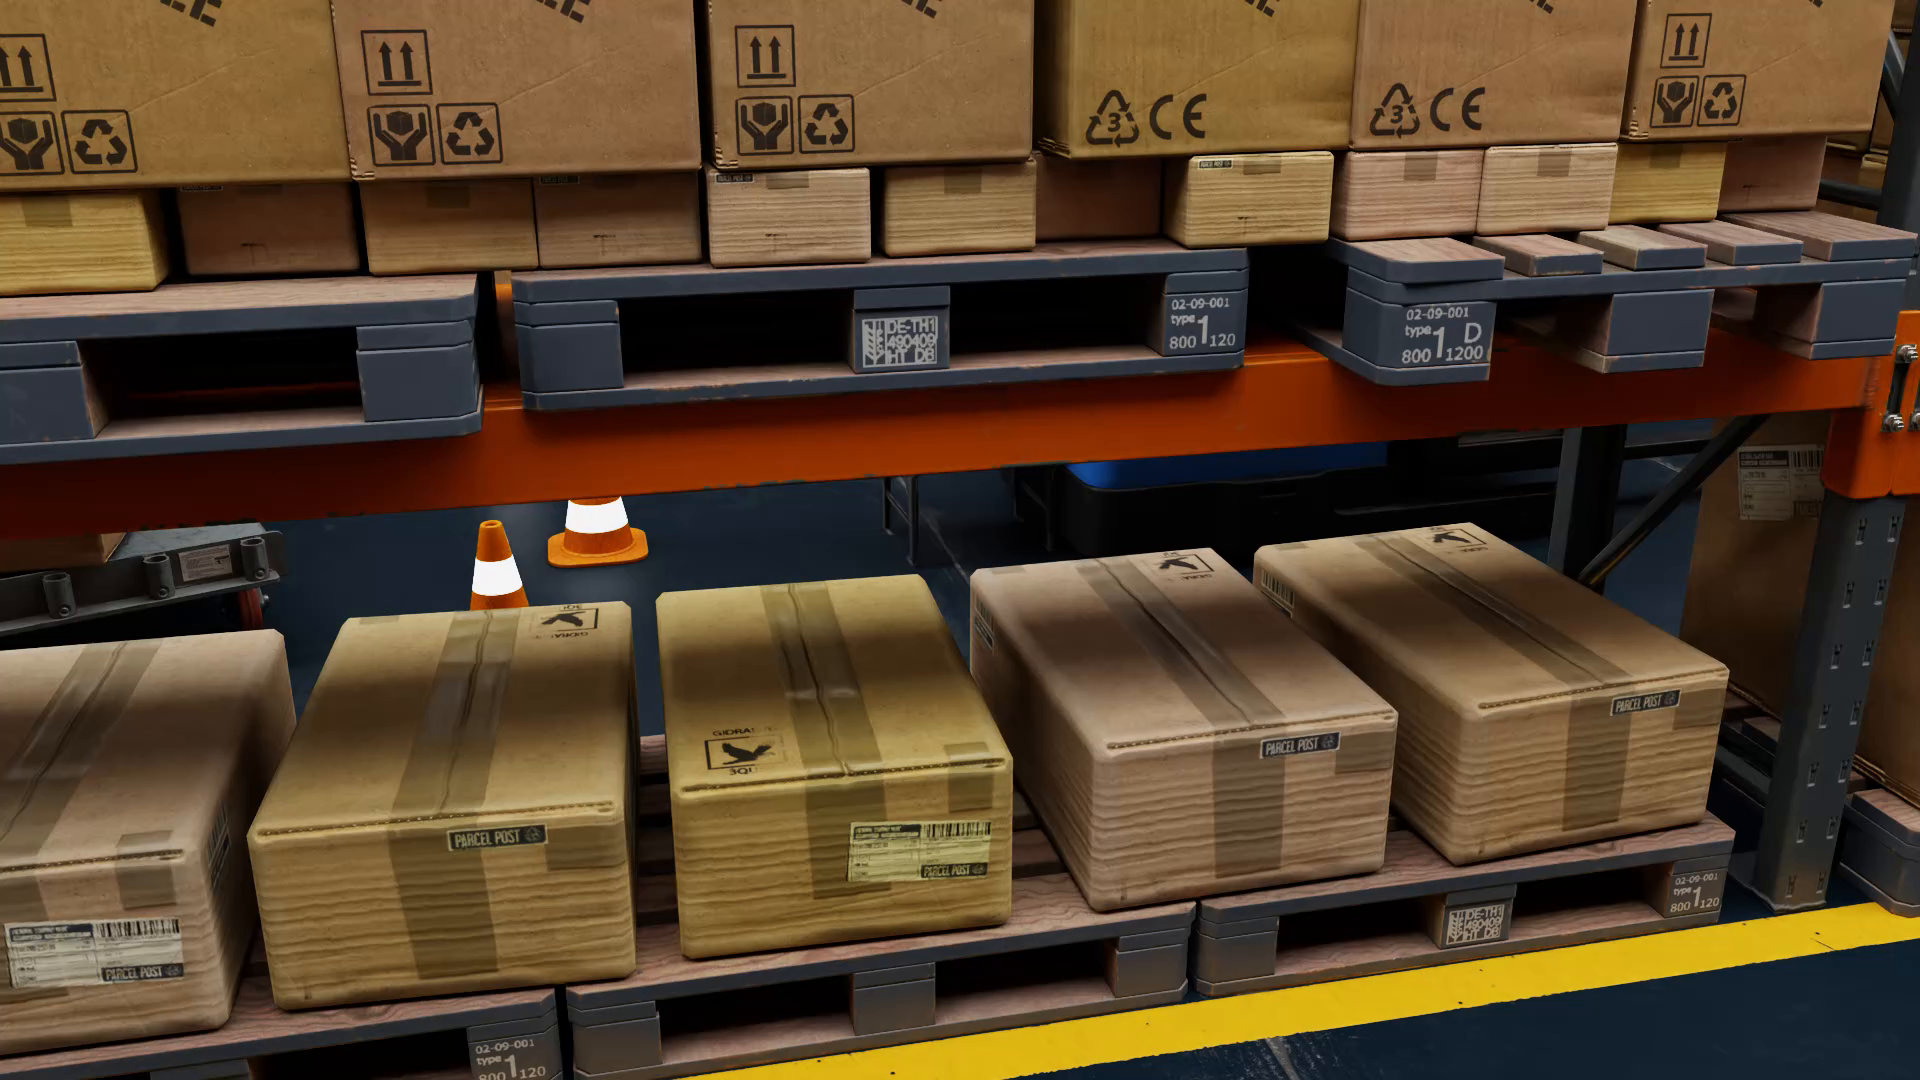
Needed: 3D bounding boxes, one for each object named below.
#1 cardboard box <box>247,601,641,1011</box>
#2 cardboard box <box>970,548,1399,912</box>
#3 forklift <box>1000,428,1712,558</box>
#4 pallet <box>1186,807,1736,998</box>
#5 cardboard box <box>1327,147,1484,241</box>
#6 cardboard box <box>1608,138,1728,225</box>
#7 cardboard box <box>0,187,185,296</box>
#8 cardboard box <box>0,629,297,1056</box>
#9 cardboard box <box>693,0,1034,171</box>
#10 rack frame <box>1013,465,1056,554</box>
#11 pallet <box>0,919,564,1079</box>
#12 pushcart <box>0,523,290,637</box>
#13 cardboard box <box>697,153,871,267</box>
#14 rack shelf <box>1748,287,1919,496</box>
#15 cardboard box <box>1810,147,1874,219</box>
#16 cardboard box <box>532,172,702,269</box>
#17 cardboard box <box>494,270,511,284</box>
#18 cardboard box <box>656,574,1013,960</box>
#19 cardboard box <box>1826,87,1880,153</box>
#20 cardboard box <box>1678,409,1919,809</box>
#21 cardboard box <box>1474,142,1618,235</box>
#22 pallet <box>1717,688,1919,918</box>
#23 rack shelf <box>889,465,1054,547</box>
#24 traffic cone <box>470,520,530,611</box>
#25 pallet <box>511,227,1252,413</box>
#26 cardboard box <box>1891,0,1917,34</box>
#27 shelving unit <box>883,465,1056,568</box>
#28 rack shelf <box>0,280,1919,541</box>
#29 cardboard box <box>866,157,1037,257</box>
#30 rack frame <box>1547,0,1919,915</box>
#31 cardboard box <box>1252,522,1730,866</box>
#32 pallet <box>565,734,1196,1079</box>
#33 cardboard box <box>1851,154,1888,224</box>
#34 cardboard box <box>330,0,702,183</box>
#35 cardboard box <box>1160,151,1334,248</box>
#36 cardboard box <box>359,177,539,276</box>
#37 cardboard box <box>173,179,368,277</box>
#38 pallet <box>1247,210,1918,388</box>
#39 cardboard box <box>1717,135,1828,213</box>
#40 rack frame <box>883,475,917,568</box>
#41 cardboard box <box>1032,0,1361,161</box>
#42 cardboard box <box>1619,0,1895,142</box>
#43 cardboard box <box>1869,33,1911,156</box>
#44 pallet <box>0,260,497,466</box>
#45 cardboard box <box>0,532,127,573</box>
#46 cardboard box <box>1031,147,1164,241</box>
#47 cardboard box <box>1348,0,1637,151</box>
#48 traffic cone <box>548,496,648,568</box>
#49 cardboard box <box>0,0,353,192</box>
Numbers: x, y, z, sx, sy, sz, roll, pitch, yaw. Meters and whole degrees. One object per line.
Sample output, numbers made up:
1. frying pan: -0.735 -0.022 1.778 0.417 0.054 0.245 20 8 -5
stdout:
1. cardboard box: -0.975 0.484 3.341 0.625 0.372 0.950 -3 20 -9
2. cardboard box: 0.441 0.371 3.651 0.625 0.372 0.950 -5 21 -14
3. forklift: 1.725 -1.553 5.794 3.031 2.935 1.130 -6 21 -16
4. pallet: 0.948 0.602 3.864 1.213 0.211 1.003 -5 21 -12
5. cardboard box: 0.718 -0.645 2.970 0.250 0.149 0.380 -6 21 -15
6. cardboard box: 1.200 -0.698 3.113 0.250 0.149 0.380 -4 21 -12
7. cardboard box: -1.328 -0.486 2.535 0.250 0.149 0.380 -4 21 -11
8. cardboard box: -1.674 0.543 3.183 0.625 0.372 0.950 -4 21 -12
9. cardboard box: -0.192 -0.895 2.710 0.500 0.500 0.500 -6 21 -15
10. rack frame: 0.259 -1.006 5.508 0.015 2.100 0.400 -6 21 -16
11. pallet: -1.426 0.795 3.336 1.213 0.211 1.003 -5 21 -12
12. pushcart: -2.757 0.020 5.211 0.936 0.377 1.648 -13 24 -31
13. cardboard box: -0.298 -0.563 2.745 0.250 0.149 0.380 -4 20 -10
14. rack shelf: 3.656 -0.589 4.107 4.000 0.370 1.077 -5 21 -12
15. cardboard box: 2.142 -0.825 3.924 0.500 0.250 0.500 -5 21 -14
16. cardboard box: -0.569 -0.559 2.735 0.250 0.149 0.380 -4 21 -12
17. cardboard box: -1.898 -1.396 7.925 0.750 0.750 1.050 -5 21 -12
18. cardboard box: -0.298 0.429 3.493 0.625 0.372 0.950 -4 20 -11
19. cardboard box: 2.122 -1.056 3.828 0.500 0.250 0.500 -5 21 -13
20. cardboard box: 2.400 0.005 3.918 0.875 0.875 0.875 -5 21 -13
21. cardboard box: 0.965 -0.663 3.017 0.250 0.149 0.380 -5 21 -13
22. pallet: 2.494 0.504 4.133 1.213 0.211 1.003 -5 21 -12
23. rack shelf: 0.025 -0.312 5.688 0.480 0.518 0.431 -6 21 -16
24. traffic cone: -1.299 0.173 4.671 0.334 0.463 0.336 -5 21 -12
25. pallet: -0.208 -0.508 3.119 1.213 0.211 1.003 -5 21 -12
26. cardboard box: 2.245 -1.242 3.245 0.500 0.500 0.500 -5 21 -14
27. shelving unit: 0.025 -0.982 5.443 0.503 2.100 0.431 -6 21 -16
28. rack shelf: -0.237 -0.272 3.243 4.000 0.370 1.077 -5 21 -12
29. cardboard box: -0.045 -0.594 2.829 0.250 0.149 0.380 -5 21 -14
30. rack frame: 1.709 -0.768 3.551 0.127 3.000 1.000 -5 21 -12
31. cardboard box: 1.157 0.310 3.818 0.625 0.372 0.950 -6 21 -16
32. pallet: -0.237 0.698 3.603 1.213 0.211 1.003 -5 21 -12
33. cardboard box: 2.243 -0.653 3.453 0.500 0.250 0.500 -5 21 -13
34. cardboard box: -0.690 -0.851 2.589 0.500 0.500 0.500 -5 21 -13
35. cardboard box: 0.454 -0.619 2.898 0.250 0.149 0.380 -4 21 -12
36. cardboard box: -0.810 -0.540 2.683 0.250 0.149 0.380 -4 21 -12
37. cardboard box: -1.070 -0.534 2.666 0.250 0.149 0.380 -3 20 -9
38. pallet: 1.040 -0.586 3.333 1.003 0.211 1.213 -5 21 -12
39. cardboard box: 1.444 -0.743 3.237 0.250 0.149 0.380 -4 20 -10
40. rack frame: -0.209 -0.958 5.377 0.015 2.100 0.400 -6 21 -16
41. cardboard box: 0.339 -0.938 2.827 0.500 0.500 0.500 -6 21 -16
42. cardboard box: 1.331 -1.023 3.059 0.500 0.500 0.500 -5 21 -14
43. cardboard box: 2.259 -0.890 3.375 0.500 0.250 0.500 -5 21 -13
44. pallet: -1.406 -0.374 2.752 1.213 0.211 1.003 -5 21 -12
45. cardboard box: -2.622 -0.227 4.607 0.500 0.500 0.500 -5 21 -12
46. cardboard box: 0.180 -0.641 2.959 0.250 0.149 0.380 -4 21 -12
47. cardboard box: 0.830 -0.979 2.937 0.500 0.500 0.500 -5 21 -13
48. traffic cone: -1.247 -0.185 5.647 0.334 0.463 0.336 -5 21 -12
49. cardboard box: -1.174 -0.817 2.495 0.500 0.500 0.500 -5 21 -12
